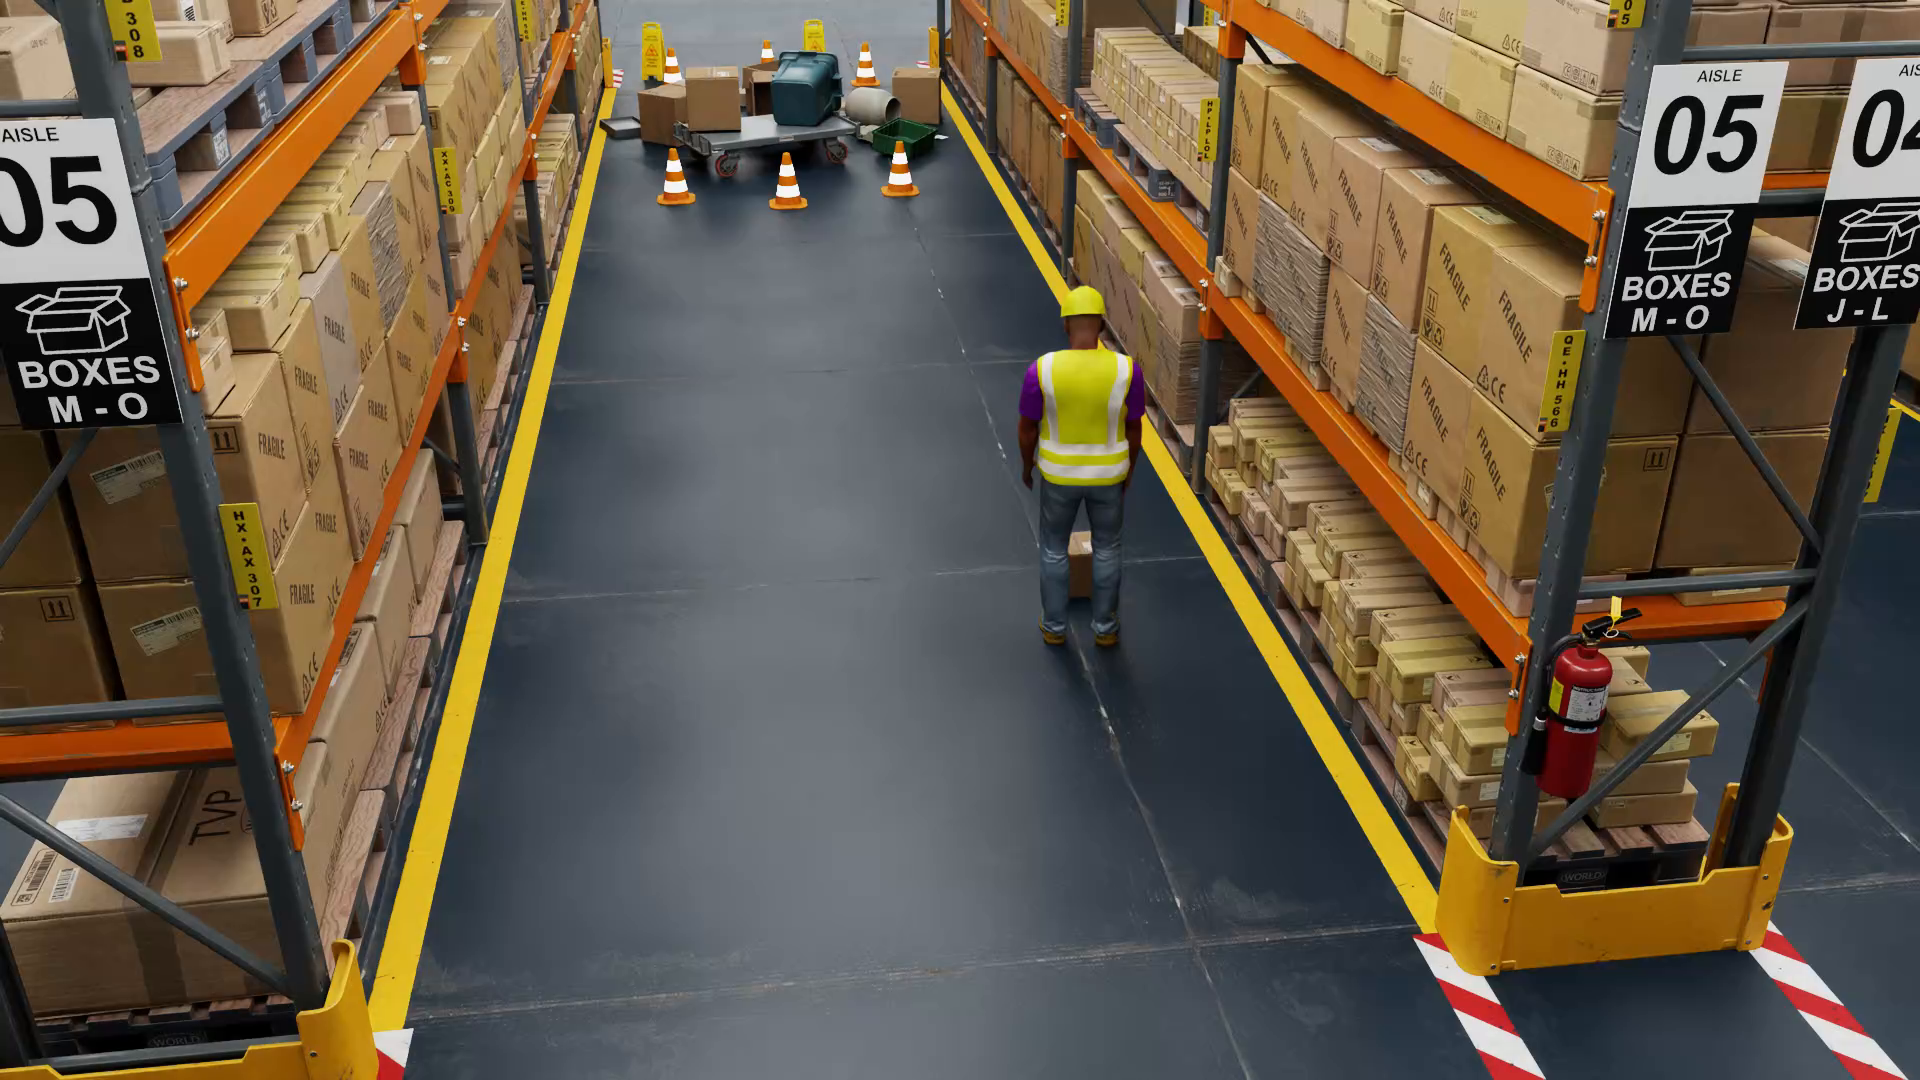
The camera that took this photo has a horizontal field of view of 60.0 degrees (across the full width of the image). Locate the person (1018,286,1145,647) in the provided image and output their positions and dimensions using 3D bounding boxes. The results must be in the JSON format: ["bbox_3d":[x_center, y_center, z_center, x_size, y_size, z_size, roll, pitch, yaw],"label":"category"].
[{"bbox_3d":[0.555,-0.325,7.745,0.573,1.751,0.384,1,27,2],"label":"person"}]
